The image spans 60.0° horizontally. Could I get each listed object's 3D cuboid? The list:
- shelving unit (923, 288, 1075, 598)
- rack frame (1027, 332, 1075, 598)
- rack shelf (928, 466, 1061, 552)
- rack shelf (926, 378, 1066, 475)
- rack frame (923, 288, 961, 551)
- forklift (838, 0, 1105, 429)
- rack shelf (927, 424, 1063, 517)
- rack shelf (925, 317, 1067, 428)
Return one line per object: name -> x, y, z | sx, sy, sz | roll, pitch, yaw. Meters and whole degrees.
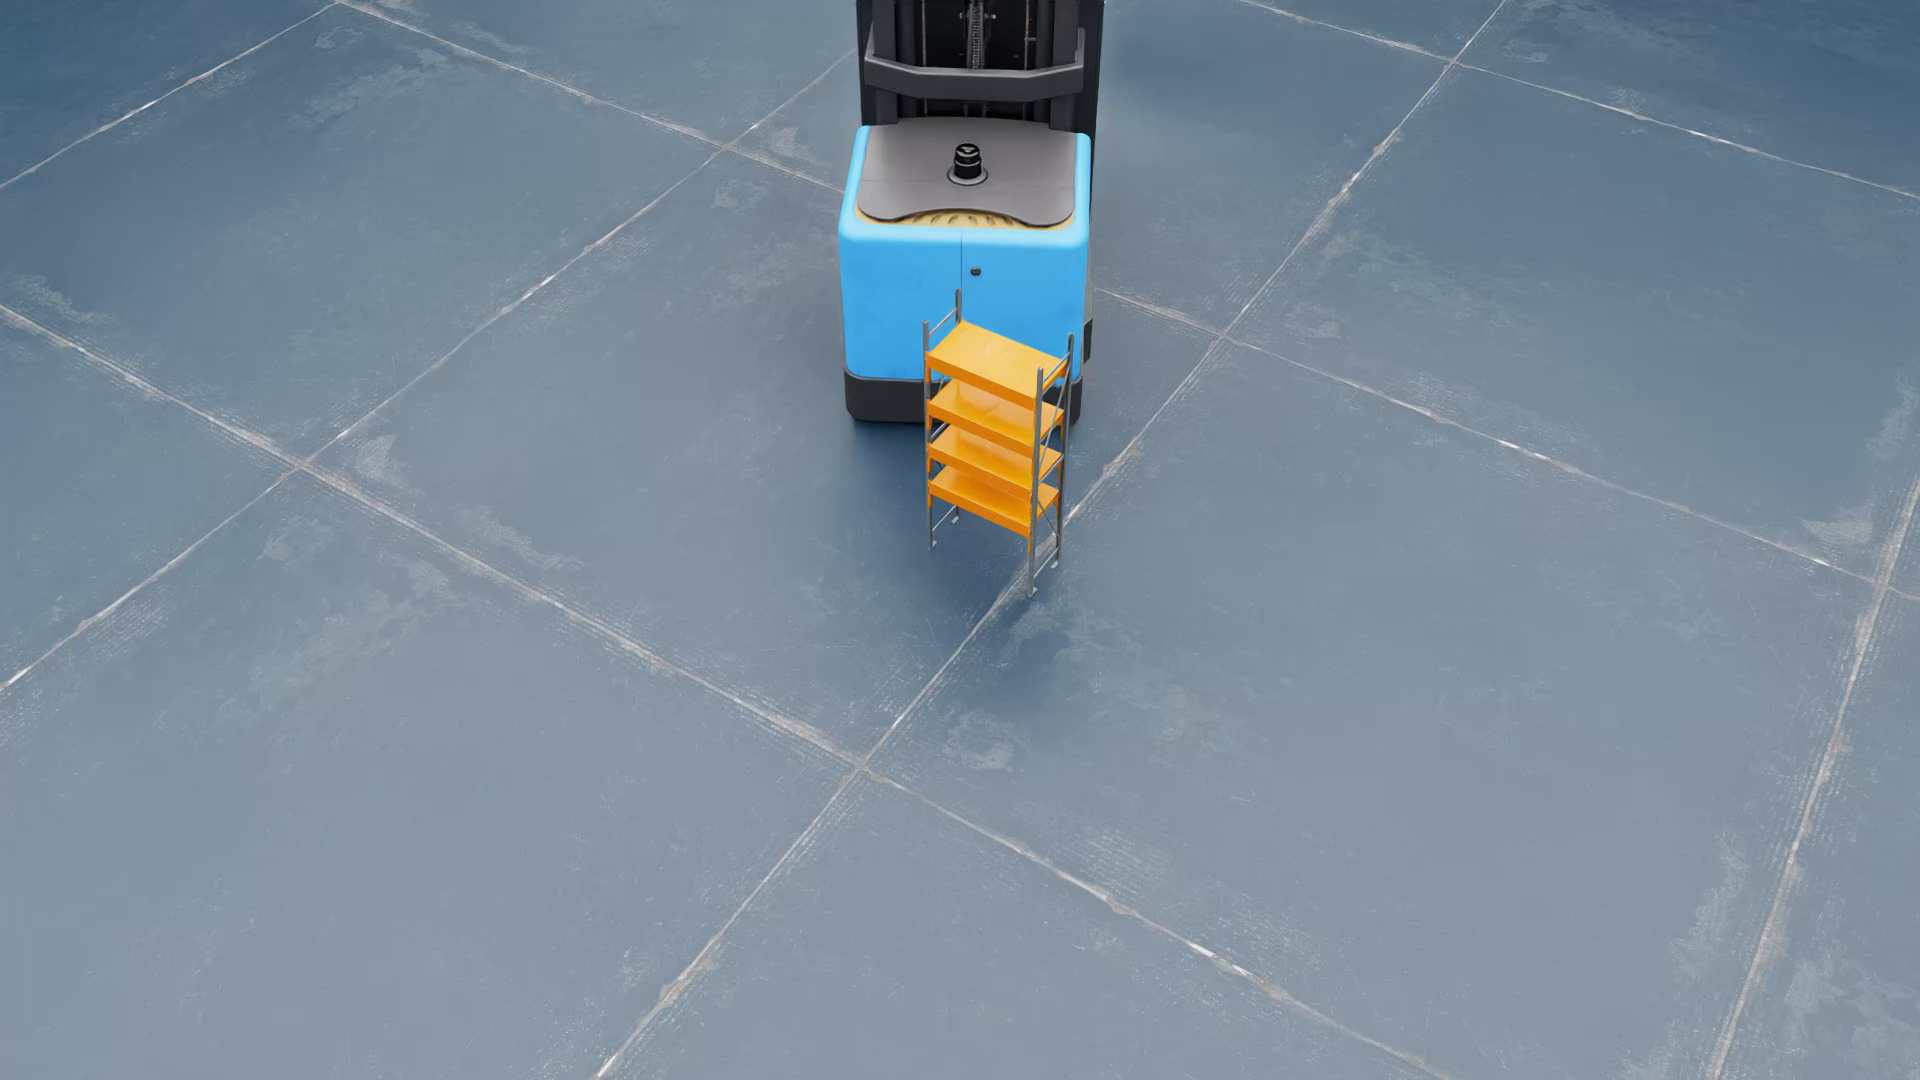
shelving unit -> 0.139, -0.354, 6.479 | 0.503, 1.200, 0.258 | 25, 51, 22
rack frame -> 0.345, -0.260, 6.387 | 0.015, 1.200, 0.240 | 25, 51, 22
rack shelf -> 0.139, -0.169, 6.670 | 0.480, 0.148, 0.258 | 25, 51, 22
rack shelf -> 0.139, -0.463, 6.367 | 0.480, 0.148, 0.258 | 25, 51, 22
rack frame -> -0.066, -0.449, 6.571 | 0.015, 1.200, 0.240 | 25, 51, 22
forklift -> 0.104, -2.566, 7.421 | 1.130, 2.935, 3.031 | 3, 46, 3
rack shelf -> 0.139, -0.307, 6.528 | 0.480, 0.148, 0.258 | 25, 51, 22
rack shelf -> 0.139, -0.628, 6.197 | 0.480, 0.148, 0.258 | 25, 51, 22
